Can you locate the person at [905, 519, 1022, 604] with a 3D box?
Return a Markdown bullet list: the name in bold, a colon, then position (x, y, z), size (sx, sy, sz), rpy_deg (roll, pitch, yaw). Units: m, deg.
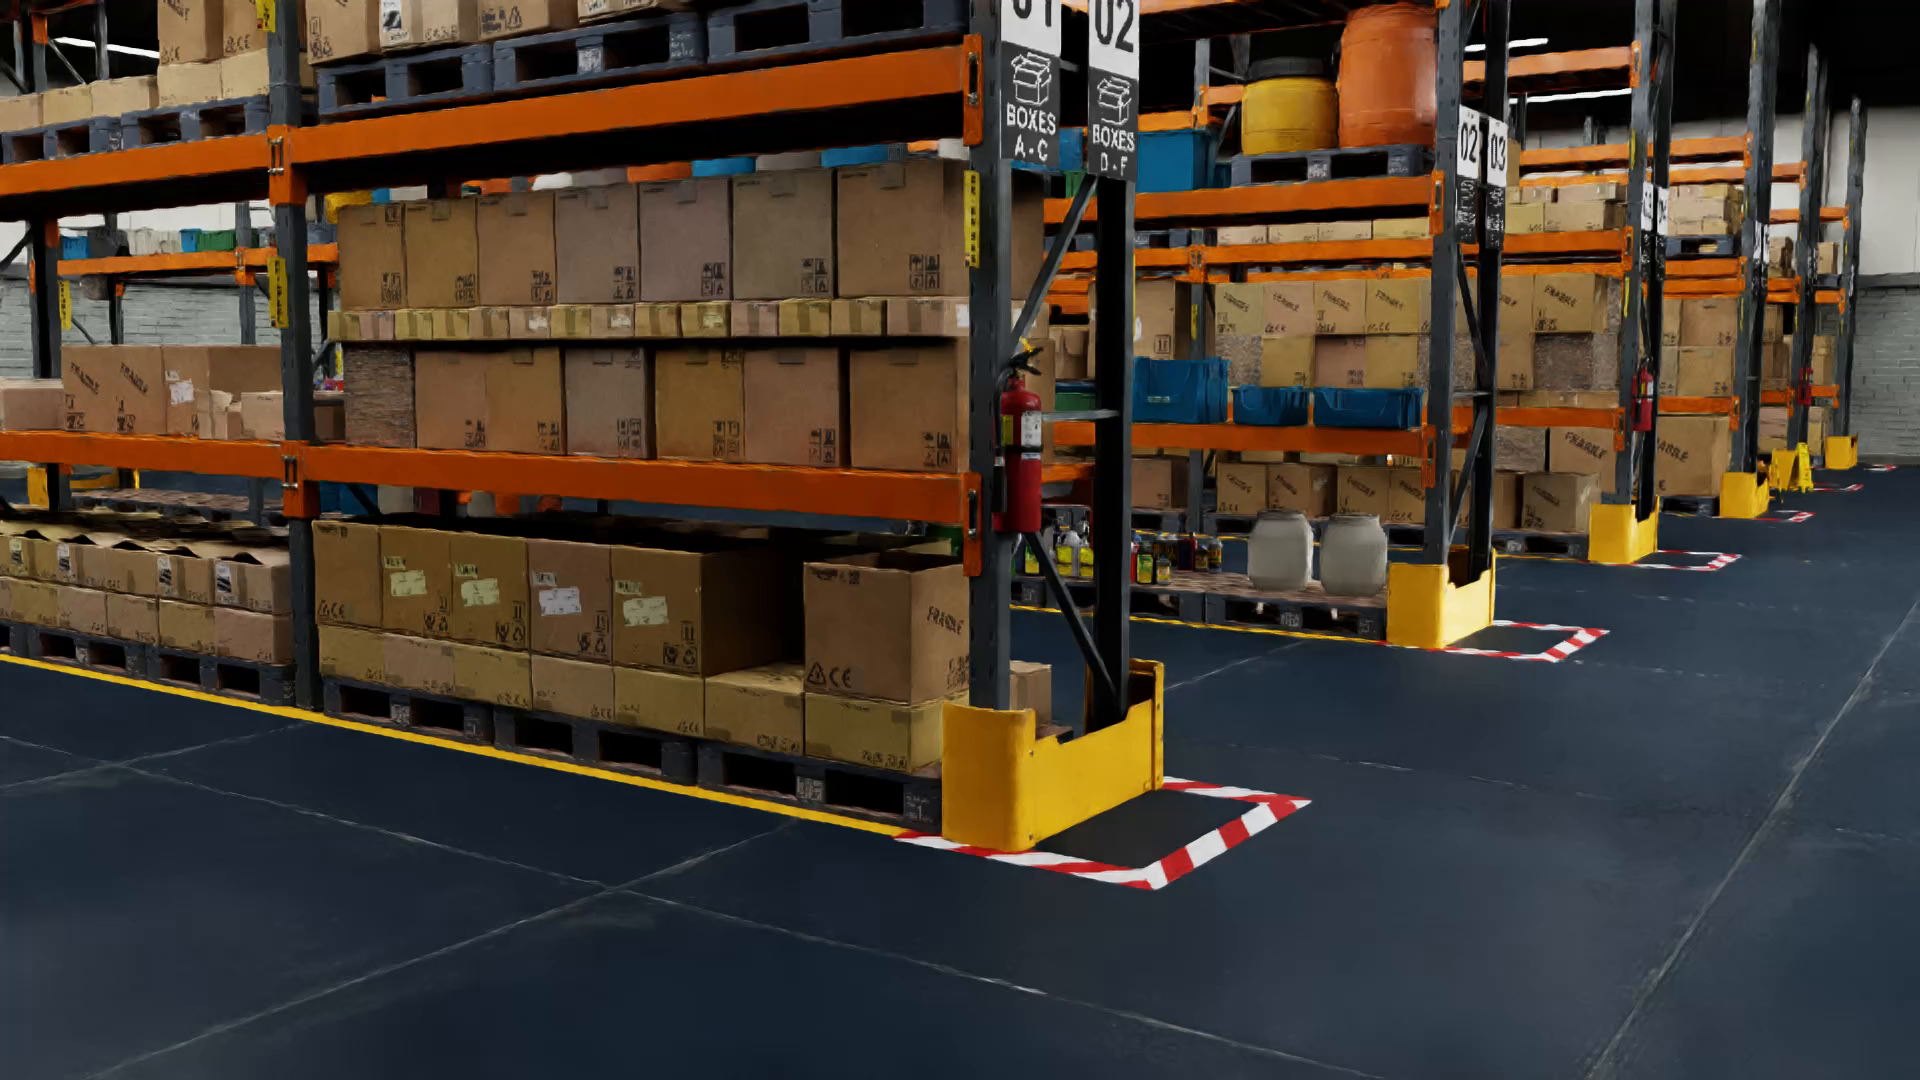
- **person**: position (0.018, -0.072, 8.296), size (0.598, 1.773, 0.456), rpy_deg (0, 6, 1)
